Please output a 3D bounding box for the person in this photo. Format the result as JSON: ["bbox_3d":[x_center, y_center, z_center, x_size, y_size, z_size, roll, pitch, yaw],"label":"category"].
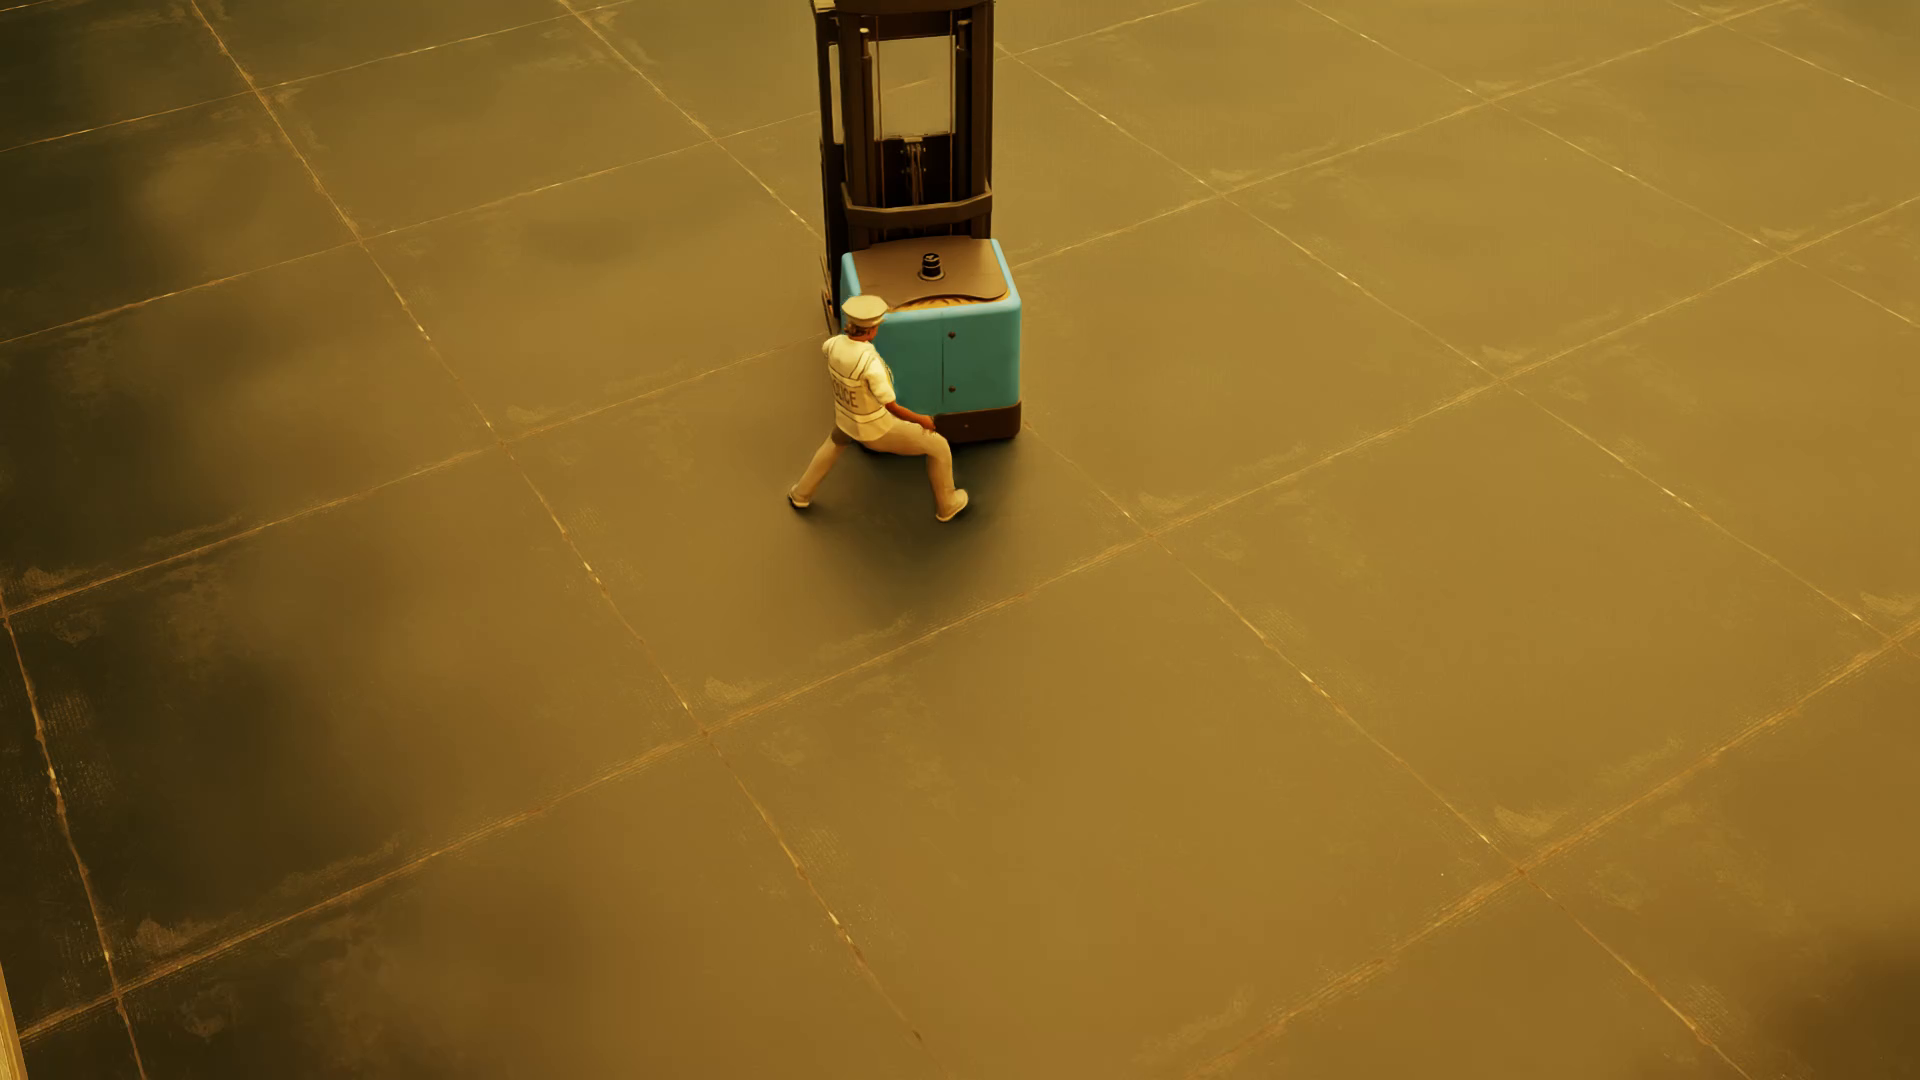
[{"bbox_3d":[-0.520,-0.781,9.880,0.865,1.525,0.936,-30,49,-29],"label":"person"}]

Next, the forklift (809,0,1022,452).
[{"bbox_3d":[-0.382,-2.640,10.892,1.130,2.935,3.031,-7,42,-8],"label":"forklift"}]
